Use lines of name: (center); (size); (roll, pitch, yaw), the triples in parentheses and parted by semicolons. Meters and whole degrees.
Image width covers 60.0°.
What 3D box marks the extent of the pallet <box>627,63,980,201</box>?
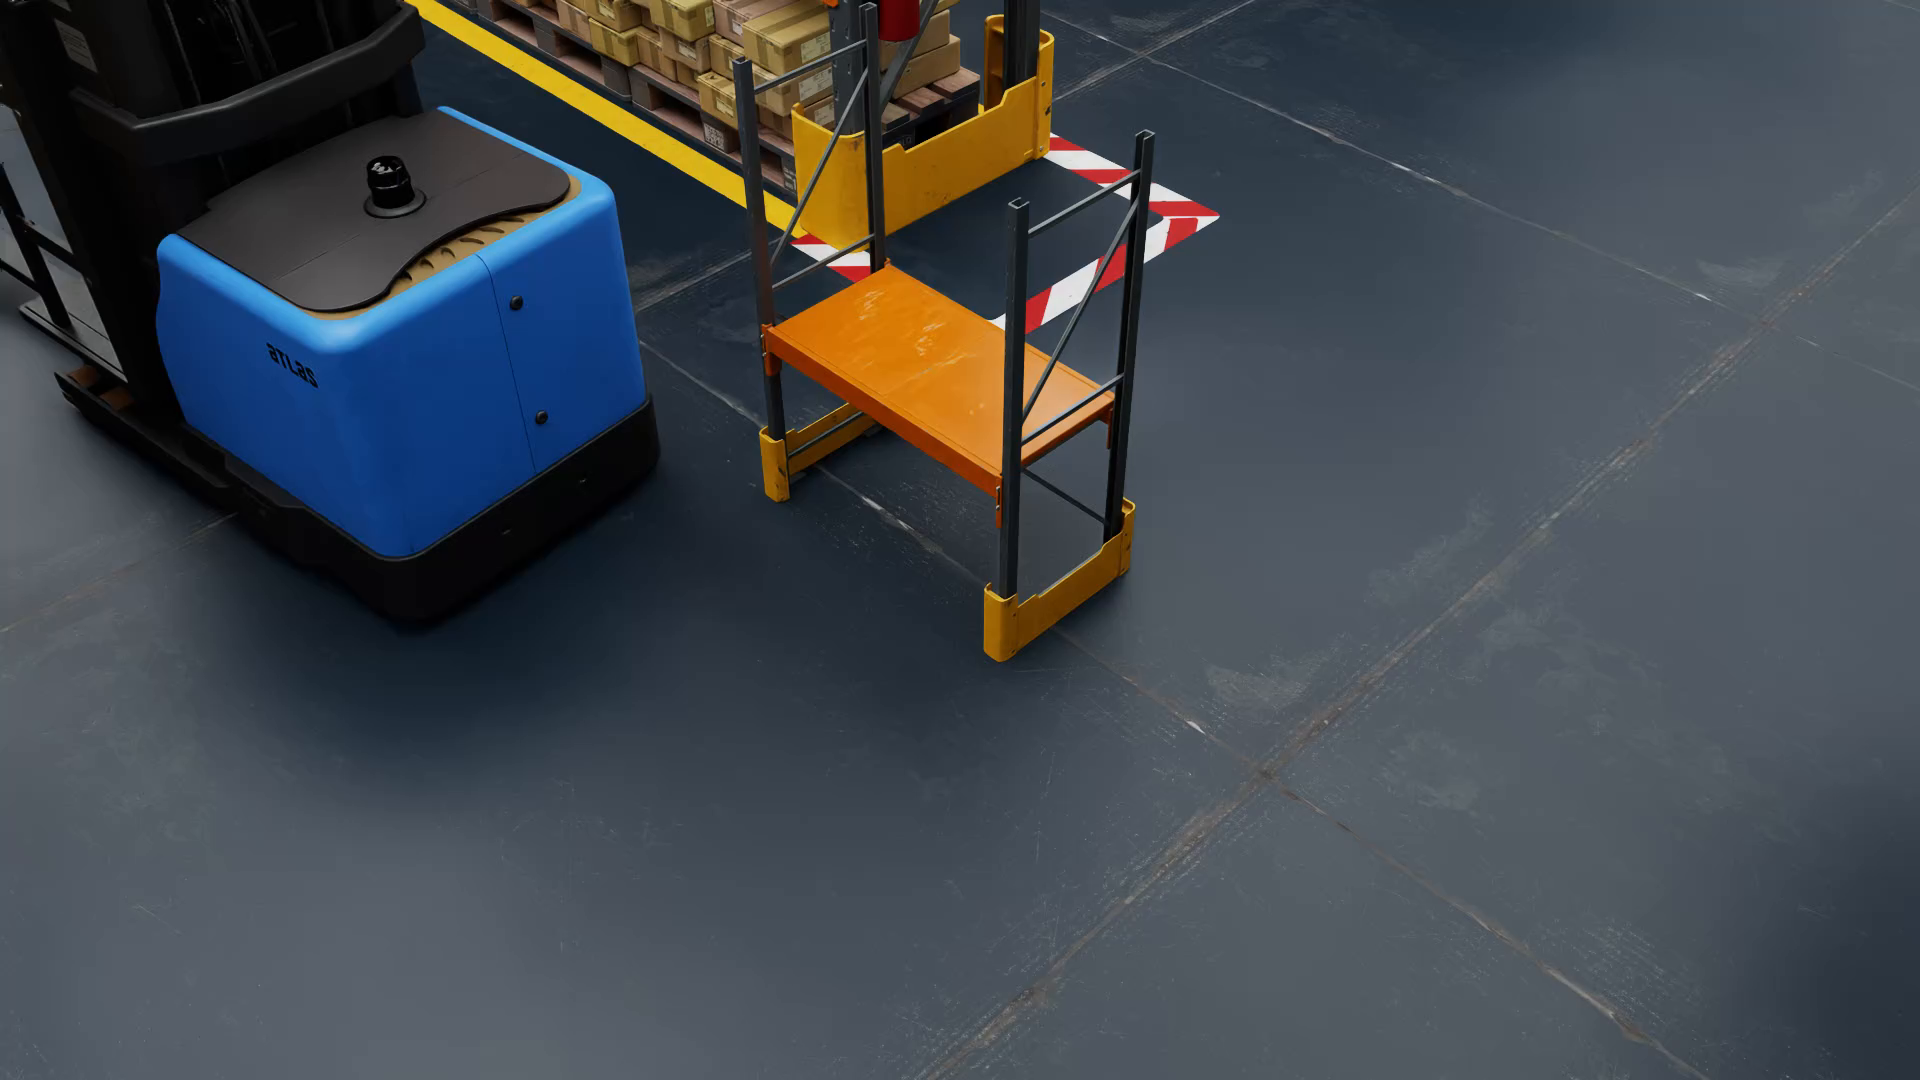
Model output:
pallet: (-0.678, -1.941, 7.195); (1.003, 0.211, 1.213); (-34, 53, -31)

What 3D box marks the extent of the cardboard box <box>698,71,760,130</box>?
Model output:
cardboard box: (-0.848, -1.857, 6.840); (0.380, 0.149, 0.250); (-32, 52, -30)

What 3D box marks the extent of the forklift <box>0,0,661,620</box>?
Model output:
forklift: (-2.448, -1.678, 4.906); (3.031, 2.935, 1.130); (28, 50, 27)

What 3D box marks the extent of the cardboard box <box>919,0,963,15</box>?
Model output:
cardboard box: (-0.205, -2.262, 6.840); (0.250, 0.149, 0.380); (32, 51, 30)

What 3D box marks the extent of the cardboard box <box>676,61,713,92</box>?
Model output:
cardboard box: (-0.973, -2.025, 7.022); (0.250, 0.149, 0.380); (34, 52, 31)

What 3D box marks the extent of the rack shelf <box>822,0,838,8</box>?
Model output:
rack shelf: (-1.488, -3.218, 7.053); (1.077, 0.370, 4.000); (-34, 53, -31)

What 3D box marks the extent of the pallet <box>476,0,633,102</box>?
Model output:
pallet: (-1.535, -2.527, 7.829); (1.003, 0.211, 1.213); (-34, 53, -31)

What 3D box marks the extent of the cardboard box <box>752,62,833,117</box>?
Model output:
cardboard box: (-0.650, -1.855, 6.619); (0.250, 0.149, 0.380); (33, 52, 30)

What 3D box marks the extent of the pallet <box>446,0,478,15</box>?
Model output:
pallet: (-2.401, -3.114, 8.464); (1.003, 0.211, 1.213); (-34, 53, -31)

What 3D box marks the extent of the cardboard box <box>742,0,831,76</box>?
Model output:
cardboard box: (-0.628, -1.980, 6.535); (0.380, 0.149, 0.250); (-33, 52, -31)

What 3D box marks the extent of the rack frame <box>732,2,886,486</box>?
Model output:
rack frame: (-0.419, -0.836, 5.050); (0.500, 1.500, 0.032); (-34, 53, -31)

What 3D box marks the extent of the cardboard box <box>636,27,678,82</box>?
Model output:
cardboard box: (-1.157, -2.137, 7.144); (0.380, 0.149, 0.250); (-34, 52, -31)

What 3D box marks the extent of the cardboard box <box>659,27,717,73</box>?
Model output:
cardboard box: (-1.018, -2.103, 6.888); (0.250, 0.149, 0.380); (32, 52, 30)

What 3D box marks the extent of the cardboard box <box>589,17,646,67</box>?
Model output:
cardboard box: (-1.382, -2.230, 7.244); (0.250, 0.149, 0.380); (32, 51, 30)

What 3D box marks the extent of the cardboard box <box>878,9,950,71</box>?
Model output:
cardboard box: (-0.263, -2.113, 6.898); (0.380, 0.149, 0.250); (-32, 51, -30)

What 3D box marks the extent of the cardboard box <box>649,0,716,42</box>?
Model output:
cardboard box: (-1.038, -2.192, 6.765); (0.250, 0.149, 0.380); (33, 52, 31)

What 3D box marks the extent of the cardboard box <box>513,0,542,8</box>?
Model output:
cardboard box: (-1.925, -2.618, 7.664); (0.250, 0.149, 0.380); (33, 52, 30)

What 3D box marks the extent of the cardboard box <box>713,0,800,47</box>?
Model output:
cardboard box: (-0.765, -2.128, 6.696); (0.380, 0.149, 0.250); (-33, 52, -31)

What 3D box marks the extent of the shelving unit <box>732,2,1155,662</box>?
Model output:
shelving unit: (-0.054, -0.587, 4.781); (0.587, 1.500, 1.083); (-34, 53, -31)

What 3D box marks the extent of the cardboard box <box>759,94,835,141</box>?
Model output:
cardboard box: (-0.595, -1.782, 6.759); (0.380, 0.149, 0.250); (-33, 52, -31)

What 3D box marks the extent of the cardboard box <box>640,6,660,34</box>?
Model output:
cardboard box: (-1.135, -2.282, 7.081); (0.250, 0.149, 0.380); (34, 52, 31)

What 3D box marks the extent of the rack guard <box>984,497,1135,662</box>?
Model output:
rack guard: (0.298, 0.111, 4.946); (0.587, 0.250, 0.087); (-34, 53, -31)

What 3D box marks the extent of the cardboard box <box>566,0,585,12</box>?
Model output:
cardboard box: (-1.561, -2.478, 7.294); (0.380, 0.149, 0.250); (-31, 51, -29)

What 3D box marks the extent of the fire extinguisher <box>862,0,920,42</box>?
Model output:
fire extinguisher: (-0.224, -2.014, 5.551); (0.296, 0.674, 0.183); (-34, 53, -31)

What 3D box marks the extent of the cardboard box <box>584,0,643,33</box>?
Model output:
cardboard box: (-1.393, -2.346, 7.151); (0.380, 0.149, 0.250); (-33, 52, -31)

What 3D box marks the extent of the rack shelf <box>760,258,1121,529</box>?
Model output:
rack shelf: (-0.060, -0.460, 4.907); (0.538, 0.185, 1.000); (-34, 53, -31)

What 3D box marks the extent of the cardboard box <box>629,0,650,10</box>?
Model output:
cardboard box: (-1.176, -2.347, 6.932); (0.250, 0.149, 0.380); (32, 52, 30)

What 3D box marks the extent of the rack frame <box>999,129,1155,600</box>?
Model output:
rack frame: (0.299, -0.348, 4.521); (0.500, 1.500, 0.032); (-34, 53, -31)

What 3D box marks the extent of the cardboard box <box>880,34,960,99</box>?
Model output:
cardboard box: (-0.219, -2.034, 7.032); (0.380, 0.149, 0.250); (-33, 52, -31)

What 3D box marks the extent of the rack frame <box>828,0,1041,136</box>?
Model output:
rack frame: (-0.075, -2.521, 5.768); (1.000, 3.000, 0.127); (-34, 53, -31)

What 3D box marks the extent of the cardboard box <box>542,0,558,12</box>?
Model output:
cardboard box: (-1.686, -2.528, 7.567); (0.380, 0.149, 0.250); (-33, 52, -30)

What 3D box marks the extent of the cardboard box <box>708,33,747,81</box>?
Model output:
cardboard box: (-0.796, -2.006, 6.783); (0.250, 0.149, 0.380); (33, 52, 31)

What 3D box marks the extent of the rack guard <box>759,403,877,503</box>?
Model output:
rack guard: (-0.406, -0.368, 5.464); (0.587, 0.250, 0.087); (-34, 53, -31)

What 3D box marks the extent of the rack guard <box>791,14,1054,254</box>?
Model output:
rack guard: (-0.129, -1.640, 6.656); (1.175, 0.500, 0.348); (-34, 53, -31)

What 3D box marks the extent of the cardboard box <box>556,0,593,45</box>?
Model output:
cardboard box: (-1.560, -2.371, 7.397); (0.380, 0.149, 0.250); (-33, 52, -31)
